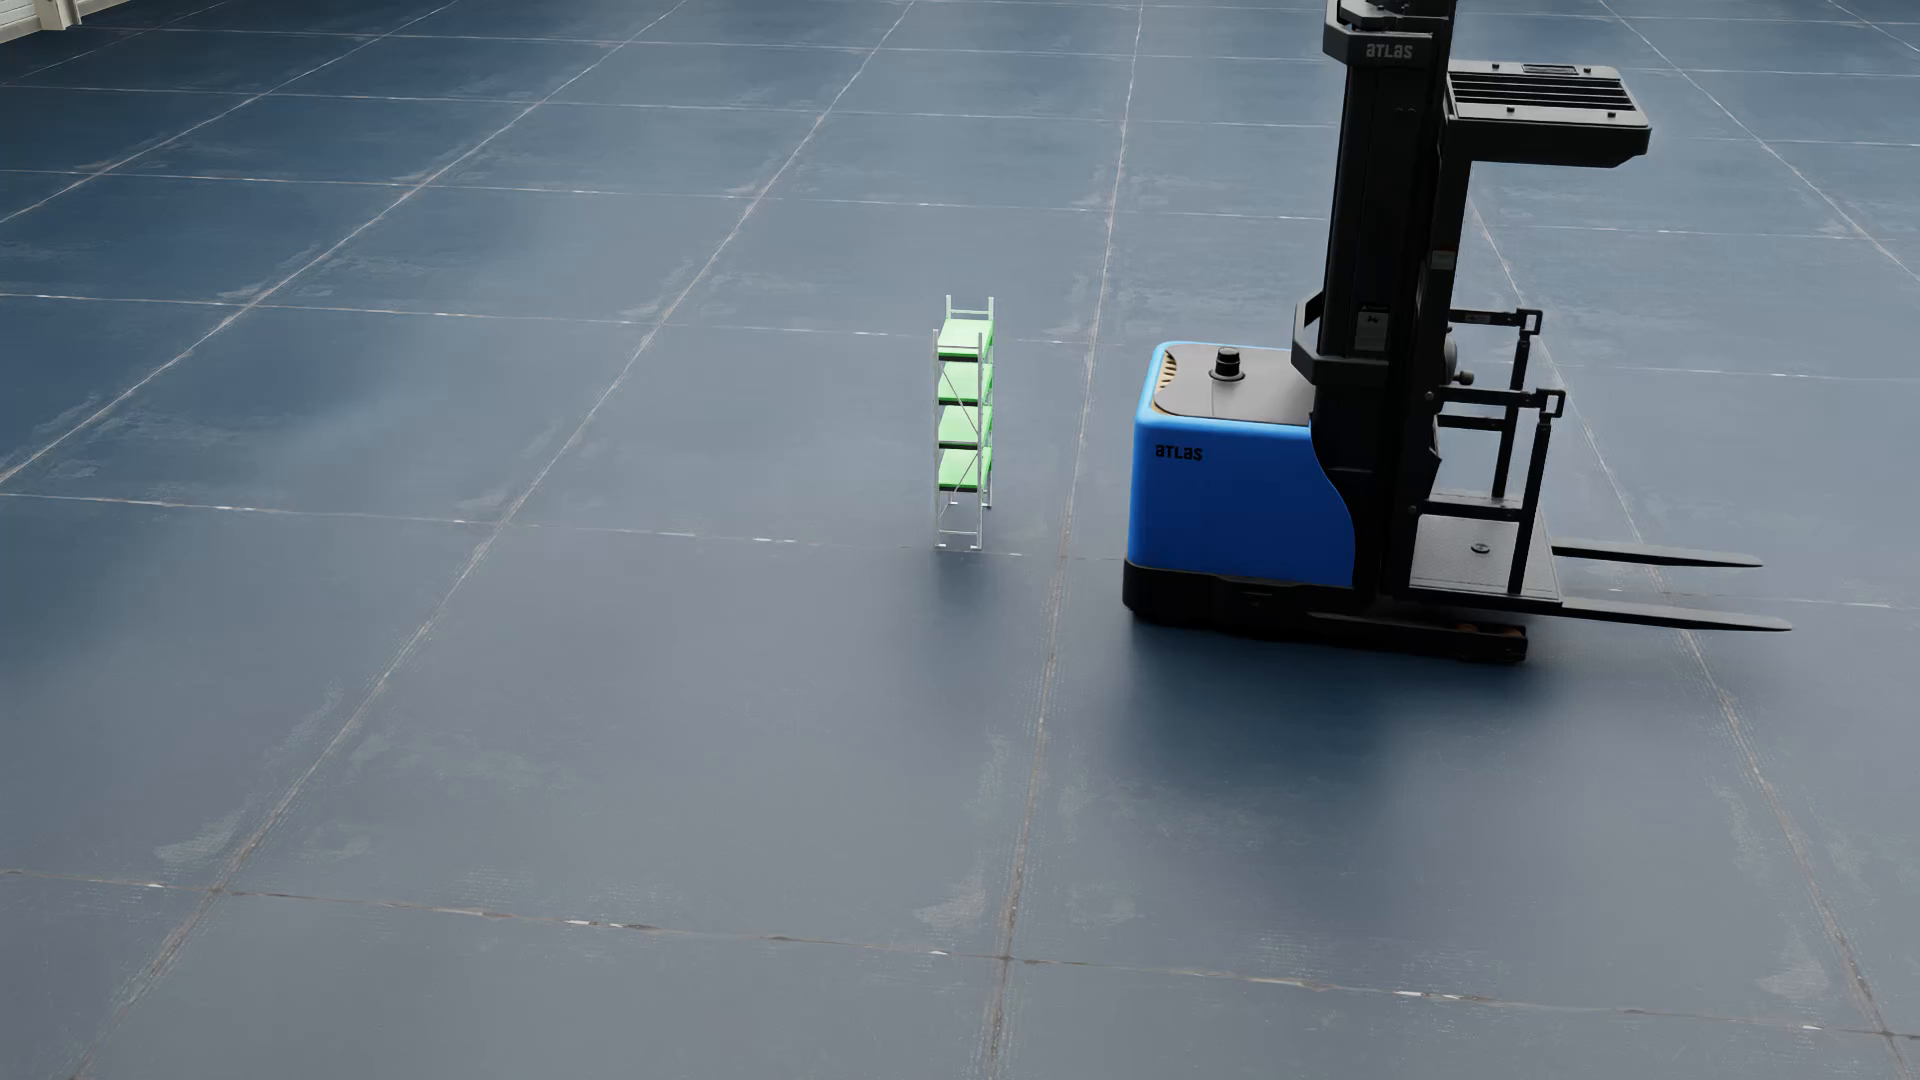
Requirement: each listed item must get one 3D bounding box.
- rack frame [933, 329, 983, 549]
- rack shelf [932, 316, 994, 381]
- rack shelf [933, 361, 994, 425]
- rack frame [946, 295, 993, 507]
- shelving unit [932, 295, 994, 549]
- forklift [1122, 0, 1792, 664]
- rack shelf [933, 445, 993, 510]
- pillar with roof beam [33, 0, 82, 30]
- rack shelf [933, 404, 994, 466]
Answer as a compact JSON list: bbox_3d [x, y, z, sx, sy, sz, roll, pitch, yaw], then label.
[{"bbox_3d":[-0.010,-0.491,8.397,0.240,1.200,0.015,3,28,6],"label":"rack frame"},{"bbox_3d":[0.020,-0.972,8.413,0.258,0.148,0.480,3,28,6],"label":"rack shelf"},{"bbox_3d":[0.020,-0.761,8.527,0.258,0.148,0.480,3,28,6],"label":"rack shelf"},{"bbox_3d":[0.050,-0.721,8.823,0.240,1.200,0.015,3,28,6],"label":"rack frame"},{"bbox_3d":[0.020,-0.606,8.610,0.258,1.200,0.503,3,28,6],"label":"shelving unit"},{"bbox_3d":[2.357,-0.992,7.500,3.031,2.935,1.130,6,29,10],"label":"forklift"},{"bbox_3d":[0.020,-0.339,8.754,0.258,0.148,0.480,3,28,6],"label":"rack shelf"},{"bbox_3d":[-6.805,-10.037,17.893,9.100,9.000,0.400,3,28,6],"label":"pillar with roof beam"},{"bbox_3d":[0.020,-0.550,8.640,0.258,0.148,0.480,3,28,6],"label":"rack shelf"}]
